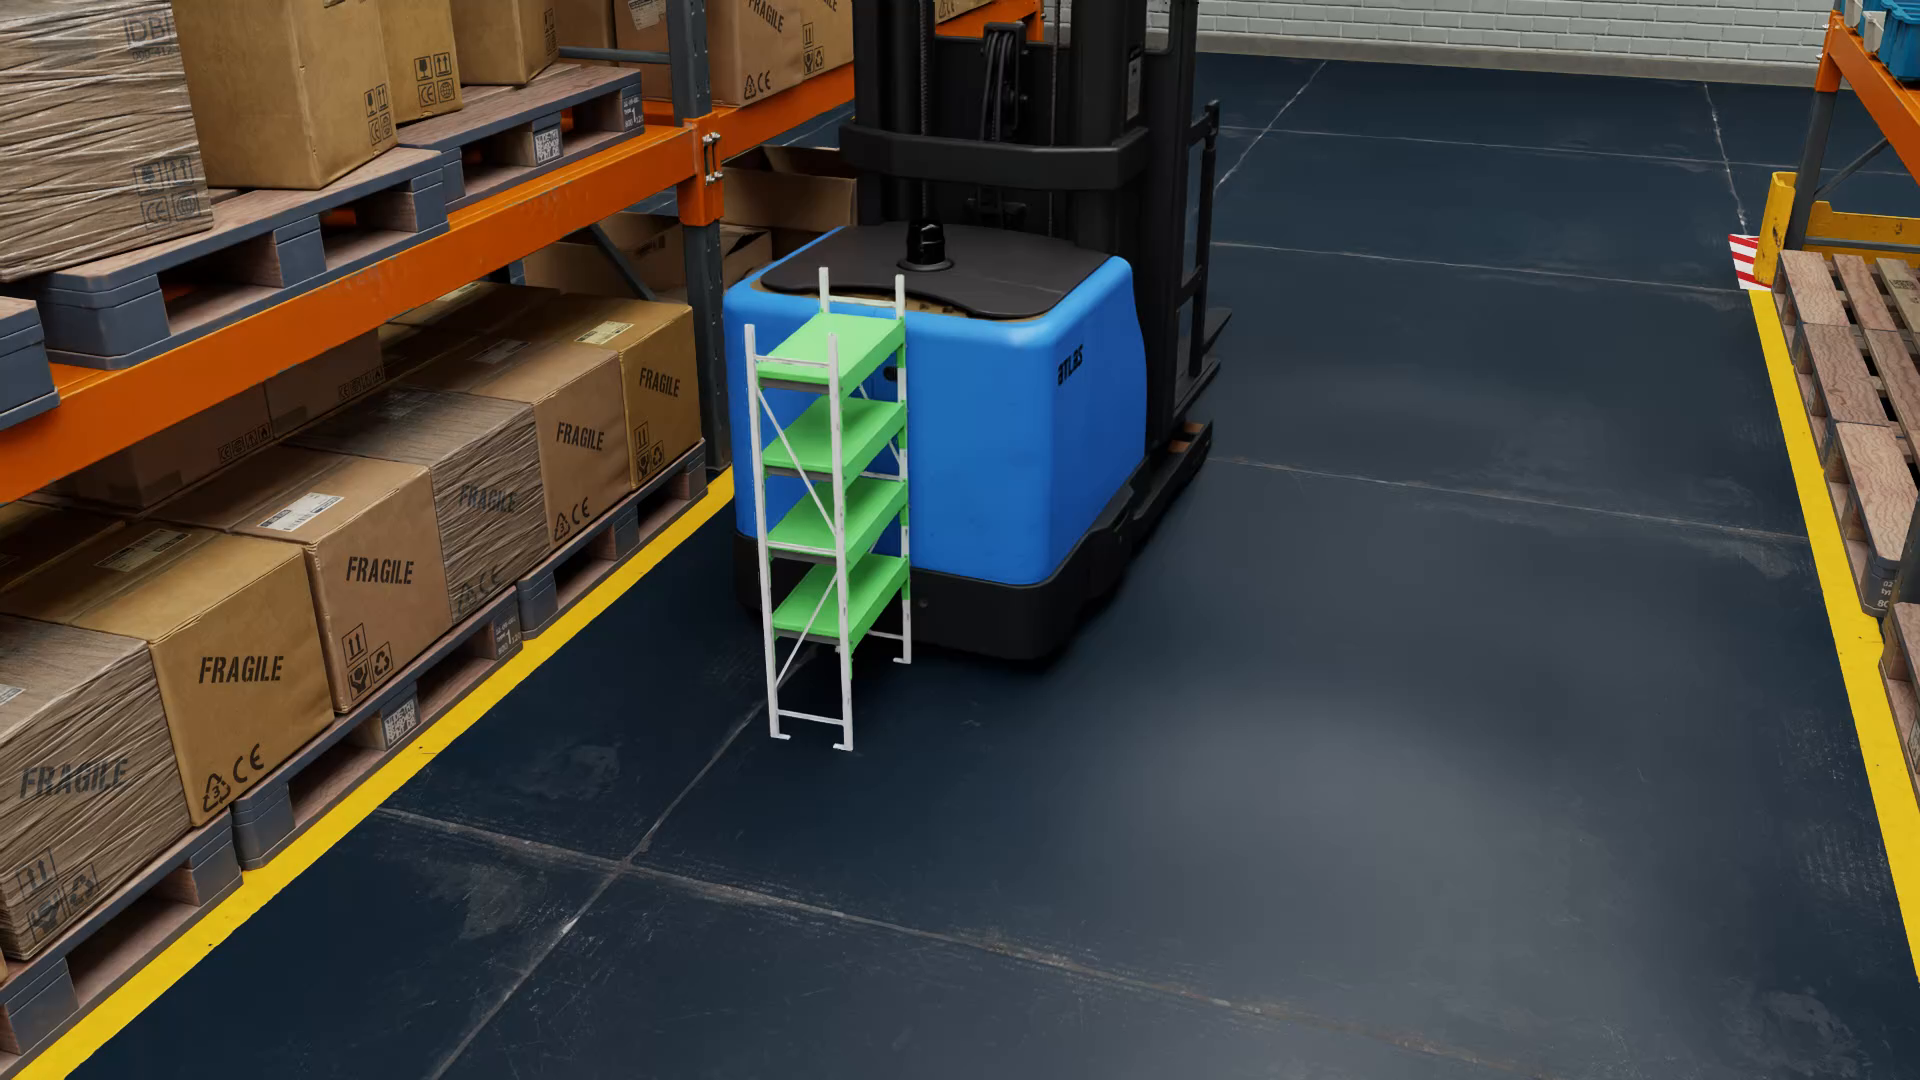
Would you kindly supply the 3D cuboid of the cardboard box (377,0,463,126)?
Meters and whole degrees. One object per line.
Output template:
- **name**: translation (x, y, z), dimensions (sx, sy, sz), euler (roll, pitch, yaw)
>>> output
- **cardboard box**: translation (-1.889, -1.476, 4.759), dimensions (0.700, 0.500, 0.500), euler (13, 29, 26)

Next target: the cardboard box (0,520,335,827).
- **cardboard box**: translation (-1.921, 0.308, 4.035), dimensions (0.500, 0.500, 0.500), euler (8, 27, 17)

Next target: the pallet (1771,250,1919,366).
- **pallet**: translation (4.338, -1.031, 7.637), dimensions (1.003, 0.211, 1.213), euler (9, 27, 17)

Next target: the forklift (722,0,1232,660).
- **forklift**: translation (0.319, -1.585, 5.661), dimensions (1.130, 2.935, 3.031), euler (10, 28, 20)

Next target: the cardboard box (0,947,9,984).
- **cardboard box**: translation (-2.262, 0.730, 3.164), dimensions (0.500, 0.500, 0.500), euler (10, 28, 20)

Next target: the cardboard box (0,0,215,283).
- **cardboard box**: translation (-2.095, -0.909, 3.589), dimensions (0.700, 0.500, 0.500), euler (14, 29, 27)

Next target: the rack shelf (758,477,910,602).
- **rack shelf**: translation (-0.337, -0.023, 4.560), dimensions (0.258, 0.148, 0.480), euler (8, 28, 16)

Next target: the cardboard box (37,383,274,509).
- **cardboard box**: translation (-2.242, -0.325, 4.483), dimensions (0.500, 0.250, 0.500), euler (8, 27, 16)

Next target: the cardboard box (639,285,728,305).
- **cardboard box**: translation (-1.008, -0.824, 6.591), dimensions (0.500, 0.311, 0.500), euler (9, 27, 17)

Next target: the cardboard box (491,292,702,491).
- **cardboard box**: translation (-1.246, -0.524, 5.754), dimensions (0.500, 0.500, 0.500), euler (9, 27, 17)

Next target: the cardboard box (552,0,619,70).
- **cardboard box**: translation (-1.428, -1.983, 6.289), dimensions (0.500, 0.500, 0.500), euler (9, 27, 18)

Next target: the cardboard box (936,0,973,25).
- **cardboard box**: translation (-0.254, -2.743, 7.858), dimensions (0.500, 0.500, 0.500), euler (9, 27, 18)

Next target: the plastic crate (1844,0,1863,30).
- **plastic crate**: translation (4.072, -2.354, 7.404), dimensions (0.250, 0.136, 0.298), euler (9, 27, 17)

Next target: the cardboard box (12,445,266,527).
- **cardboard box**: translation (-2.252, 0.028, 4.614), dimensions (0.500, 0.500, 0.500), euler (8, 27, 15)

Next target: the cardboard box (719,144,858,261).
- **cardboard box**: translation (-0.732, -1.543, 7.854), dimensions (0.797, 0.503, 0.637), euler (9, 27, 17)

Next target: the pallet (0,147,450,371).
- **pallet**: translation (-2.040, -0.765, 4.109), dimensions (1.003, 0.211, 1.213), euler (9, 27, 17)

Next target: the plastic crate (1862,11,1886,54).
- **plastic crate**: translation (3.846, -2.075, 6.828), dimensions (0.250, 0.136, 0.298), euler (9, 27, 17)

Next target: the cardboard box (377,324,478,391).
- **cardboard box**: translation (-1.910, -0.384, 5.465), dimensions (0.500, 0.500, 0.500), euler (9, 27, 18)

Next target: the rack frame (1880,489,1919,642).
- **rack frame**: translation (3.318, -0.976, 4.323), dimensions (1.000, 3.000, 0.127), euler (9, 27, 17)

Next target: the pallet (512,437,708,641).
- **pallet**: translation (-1.587, -0.101, 5.716), dimensions (1.003, 0.211, 1.213), euler (9, 27, 17)

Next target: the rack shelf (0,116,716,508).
- **rack shelf**: translation (-2.017, -0.550, 4.269), dimensions (1.077, 0.370, 4.000), euler (9, 27, 17)

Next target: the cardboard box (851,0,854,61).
- **cardboard box**: translation (-0.589, -2.327, 6.998), dimensions (0.500, 0.500, 0.500), euler (9, 27, 17)

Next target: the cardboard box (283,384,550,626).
- **cardboard box**: translation (-1.586, -0.116, 4.911), dimensions (0.500, 0.500, 0.500), euler (9, 27, 18)

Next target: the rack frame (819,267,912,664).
- **rack frame**: translation (-0.264, -0.184, 4.739), dimensions (0.240, 1.200, 0.015), euler (8, 28, 16)

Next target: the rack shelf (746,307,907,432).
- **rack shelf**: translation (-0.339, -0.453, 4.346), dimensions (0.258, 0.148, 0.480), euler (8, 28, 16)

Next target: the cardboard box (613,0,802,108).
- **cardboard box**: translation (-0.925, -1.910, 6.139), dimensions (0.500, 0.500, 0.500), euler (9, 27, 19)

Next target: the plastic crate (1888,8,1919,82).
- **plastic crate**: translation (3.718, -1.853, 6.258), dimensions (0.416, 0.233, 0.300), euler (9, 27, 17)

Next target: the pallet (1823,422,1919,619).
- **pallet**: translation (3.526, -0.028, 5.566), dimensions (1.003, 0.211, 1.213), euler (9, 27, 17)

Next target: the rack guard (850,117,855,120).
- **rack guard**: translation (-0.046, -2.183, 9.685), dimensions (1.175, 0.500, 0.348), euler (9, 27, 17)

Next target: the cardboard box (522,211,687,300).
- **cardboard box**: translation (-1.430, -1.044, 6.827), dimensions (0.500, 0.500, 0.500), euler (9, 27, 17)

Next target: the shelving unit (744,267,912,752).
- **shelving unit**: translation (-0.338, -0.080, 4.532), dimensions (0.258, 1.200, 0.503), euler (8, 28, 16)

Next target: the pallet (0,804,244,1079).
- **pallet**: translation (-2.399, 0.902, 3.645), dimensions (1.003, 0.211, 1.213), euler (9, 27, 17)
